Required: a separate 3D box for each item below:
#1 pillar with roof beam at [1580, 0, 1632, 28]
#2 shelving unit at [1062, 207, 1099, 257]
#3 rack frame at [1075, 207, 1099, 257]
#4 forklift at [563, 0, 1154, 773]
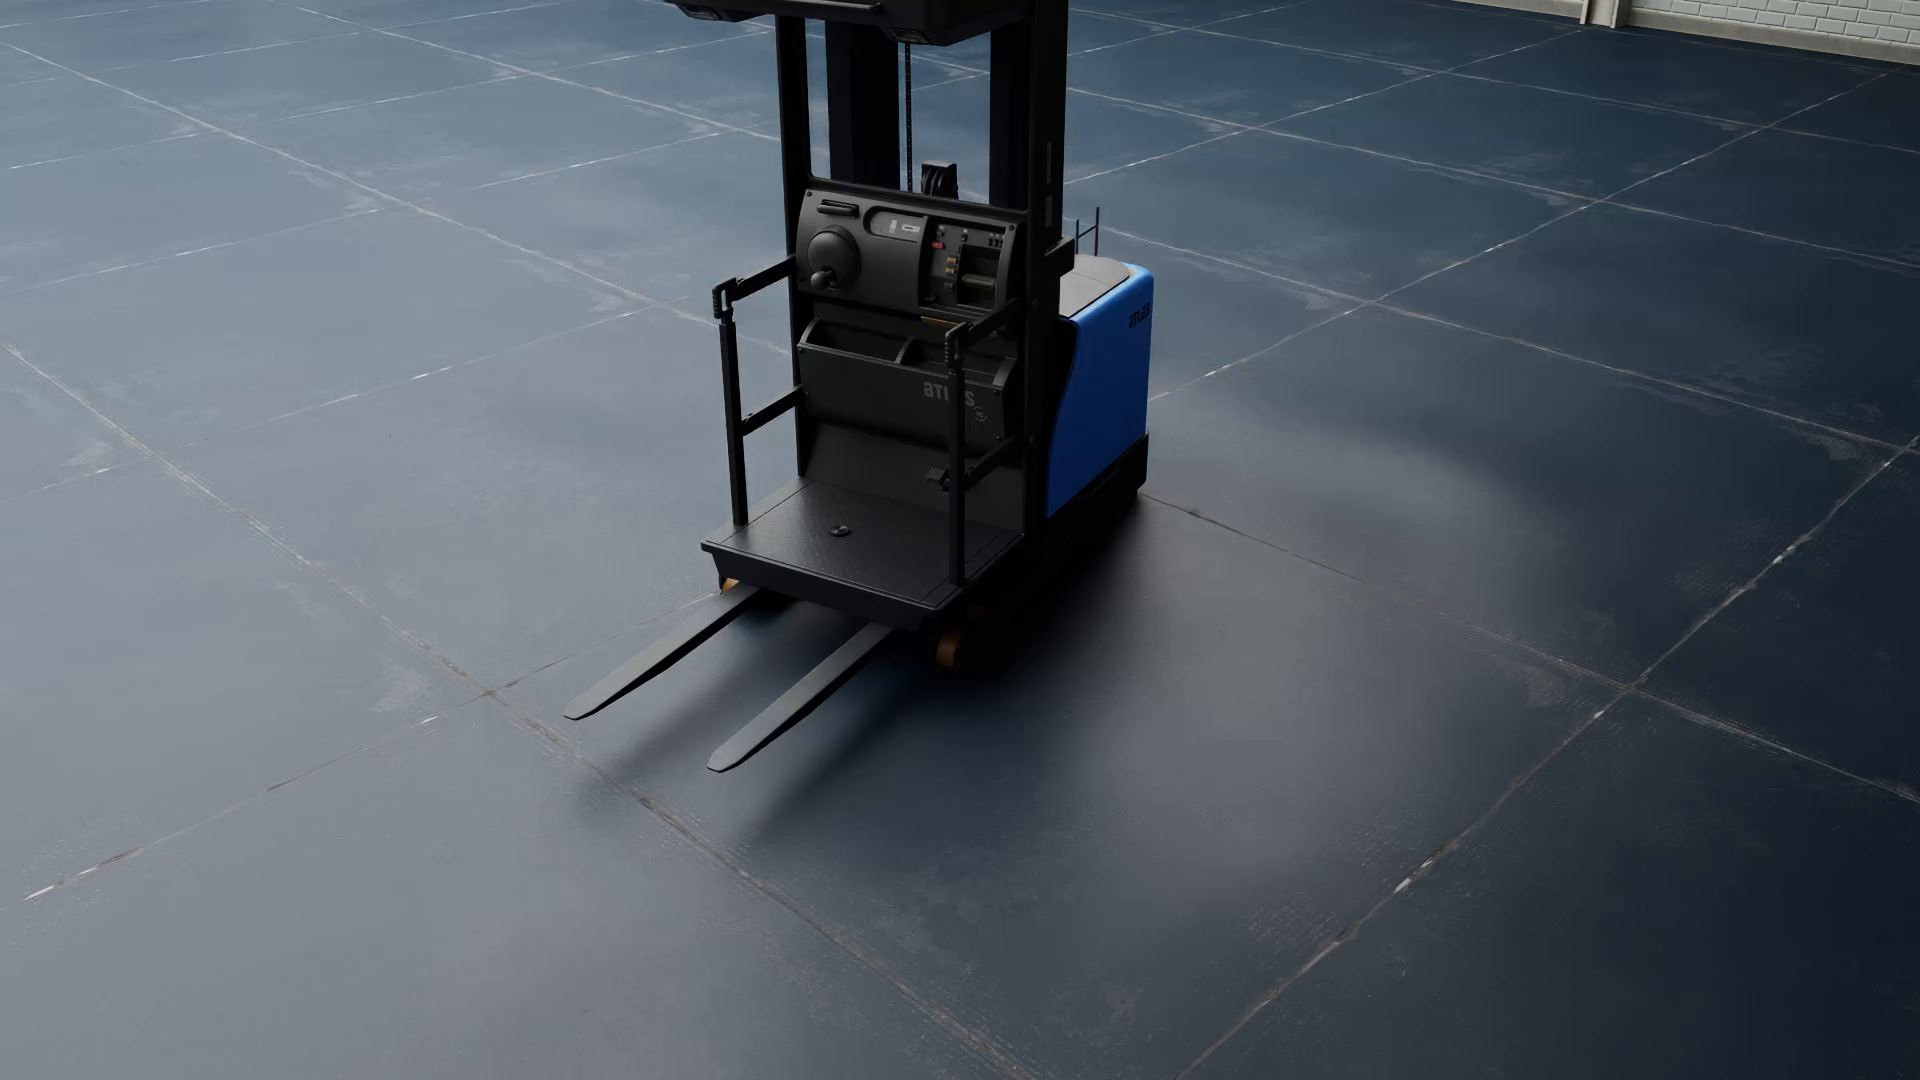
[{"bbox_3d":[3.834,-8.049,12.889,0.400,9.000,9.100,25,36,38],"label":"pillar with roof beam"},{"bbox_3d":[0.493,-0.954,7.775,0.189,1.200,0.258,14,31,25],"label":"shelving unit"},{"bbox_3d":[0.574,-0.934,7.737,0.006,1.200,0.240,14,31,25],"label":"rack frame"},{"bbox_3d":[-0.312,-1.042,6.083,1.130,2.935,3.031,15,31,26],"label":"forklift"}]
